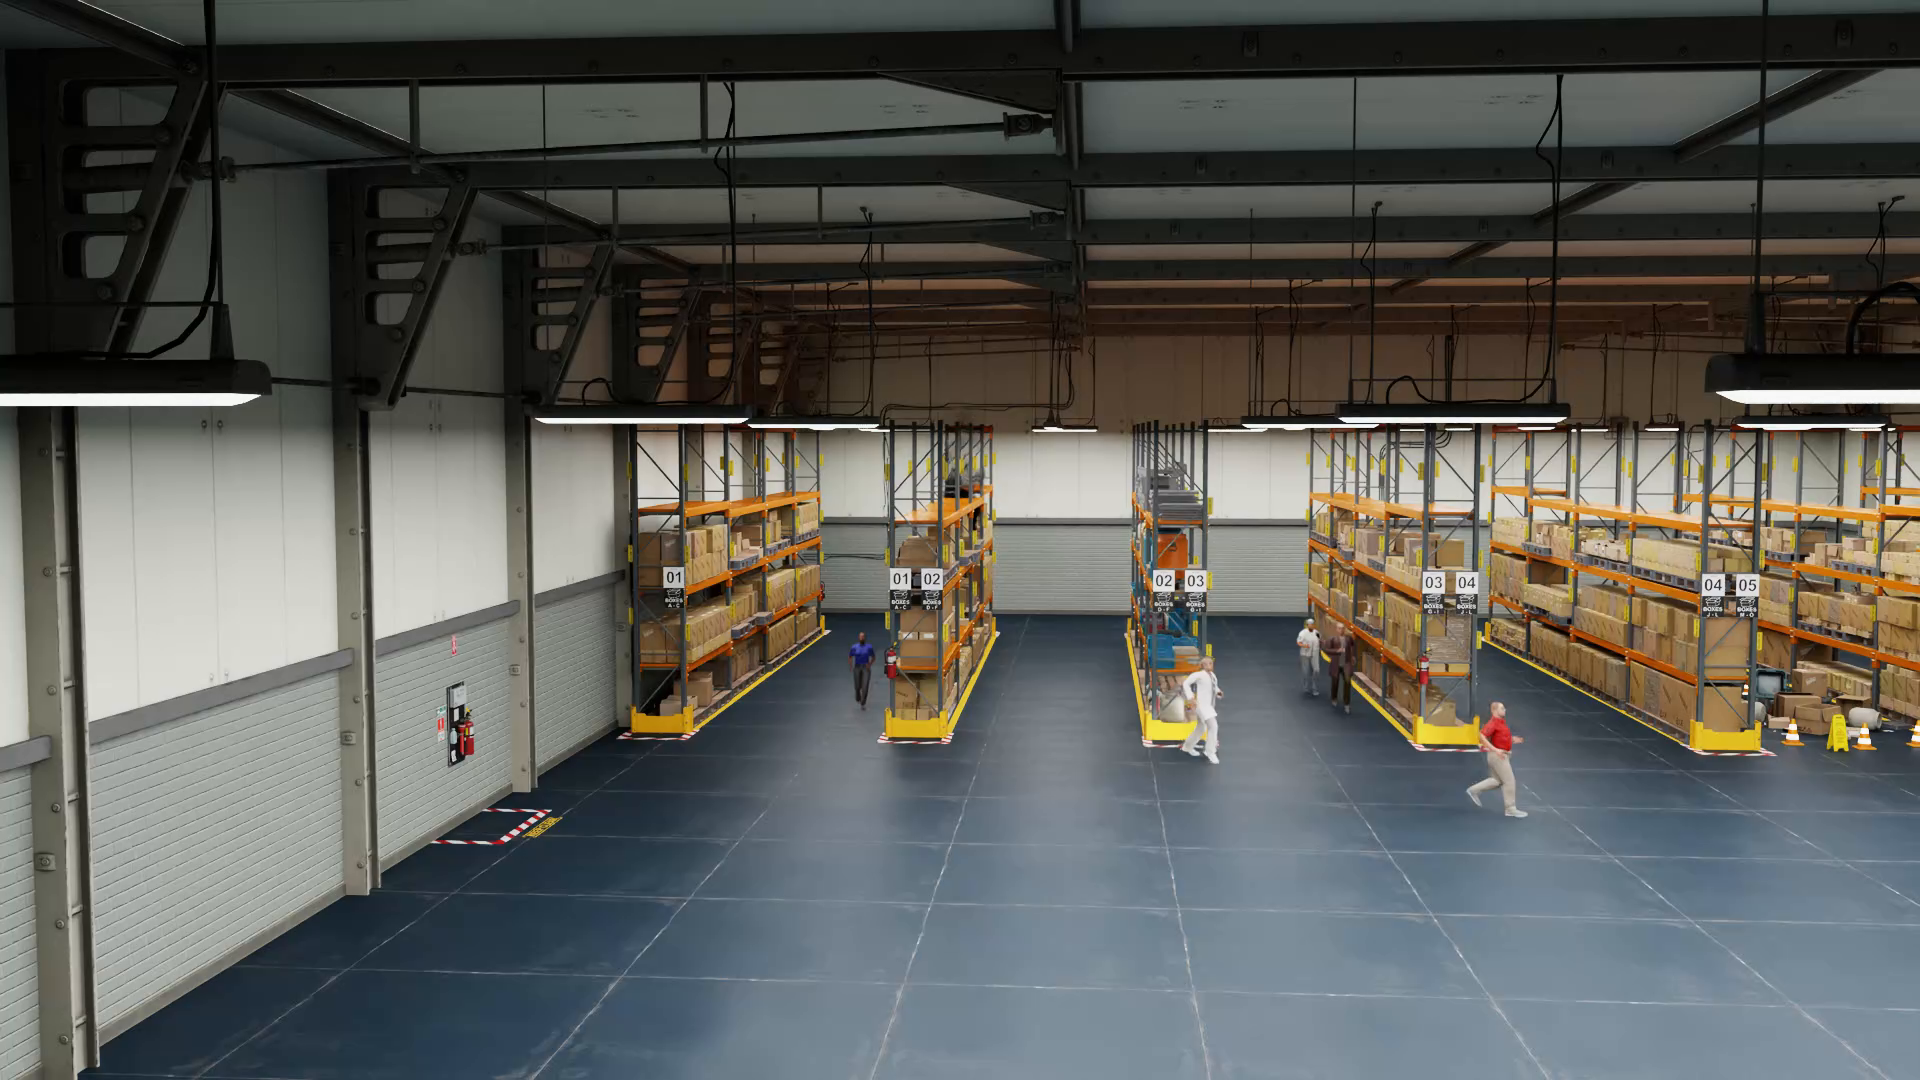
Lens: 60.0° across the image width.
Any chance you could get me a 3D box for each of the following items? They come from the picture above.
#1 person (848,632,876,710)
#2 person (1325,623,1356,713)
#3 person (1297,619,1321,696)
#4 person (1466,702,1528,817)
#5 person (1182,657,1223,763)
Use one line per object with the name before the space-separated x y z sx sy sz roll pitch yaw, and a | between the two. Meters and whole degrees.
person | -2.047 2.773 34.763 0.575 1.527 0.560 0 4 -4
person | 7.917 2.640 34.613 0.677 1.846 0.865 0 4 3
person | 7.716 2.592 36.702 0.592 1.718 0.725 0 4 -1
person | 8.079 3.311 25.014 0.921 1.630 0.674 2 4 26
person | 4.302 2.991 29.383 0.805 1.839 0.705 2 4 33
